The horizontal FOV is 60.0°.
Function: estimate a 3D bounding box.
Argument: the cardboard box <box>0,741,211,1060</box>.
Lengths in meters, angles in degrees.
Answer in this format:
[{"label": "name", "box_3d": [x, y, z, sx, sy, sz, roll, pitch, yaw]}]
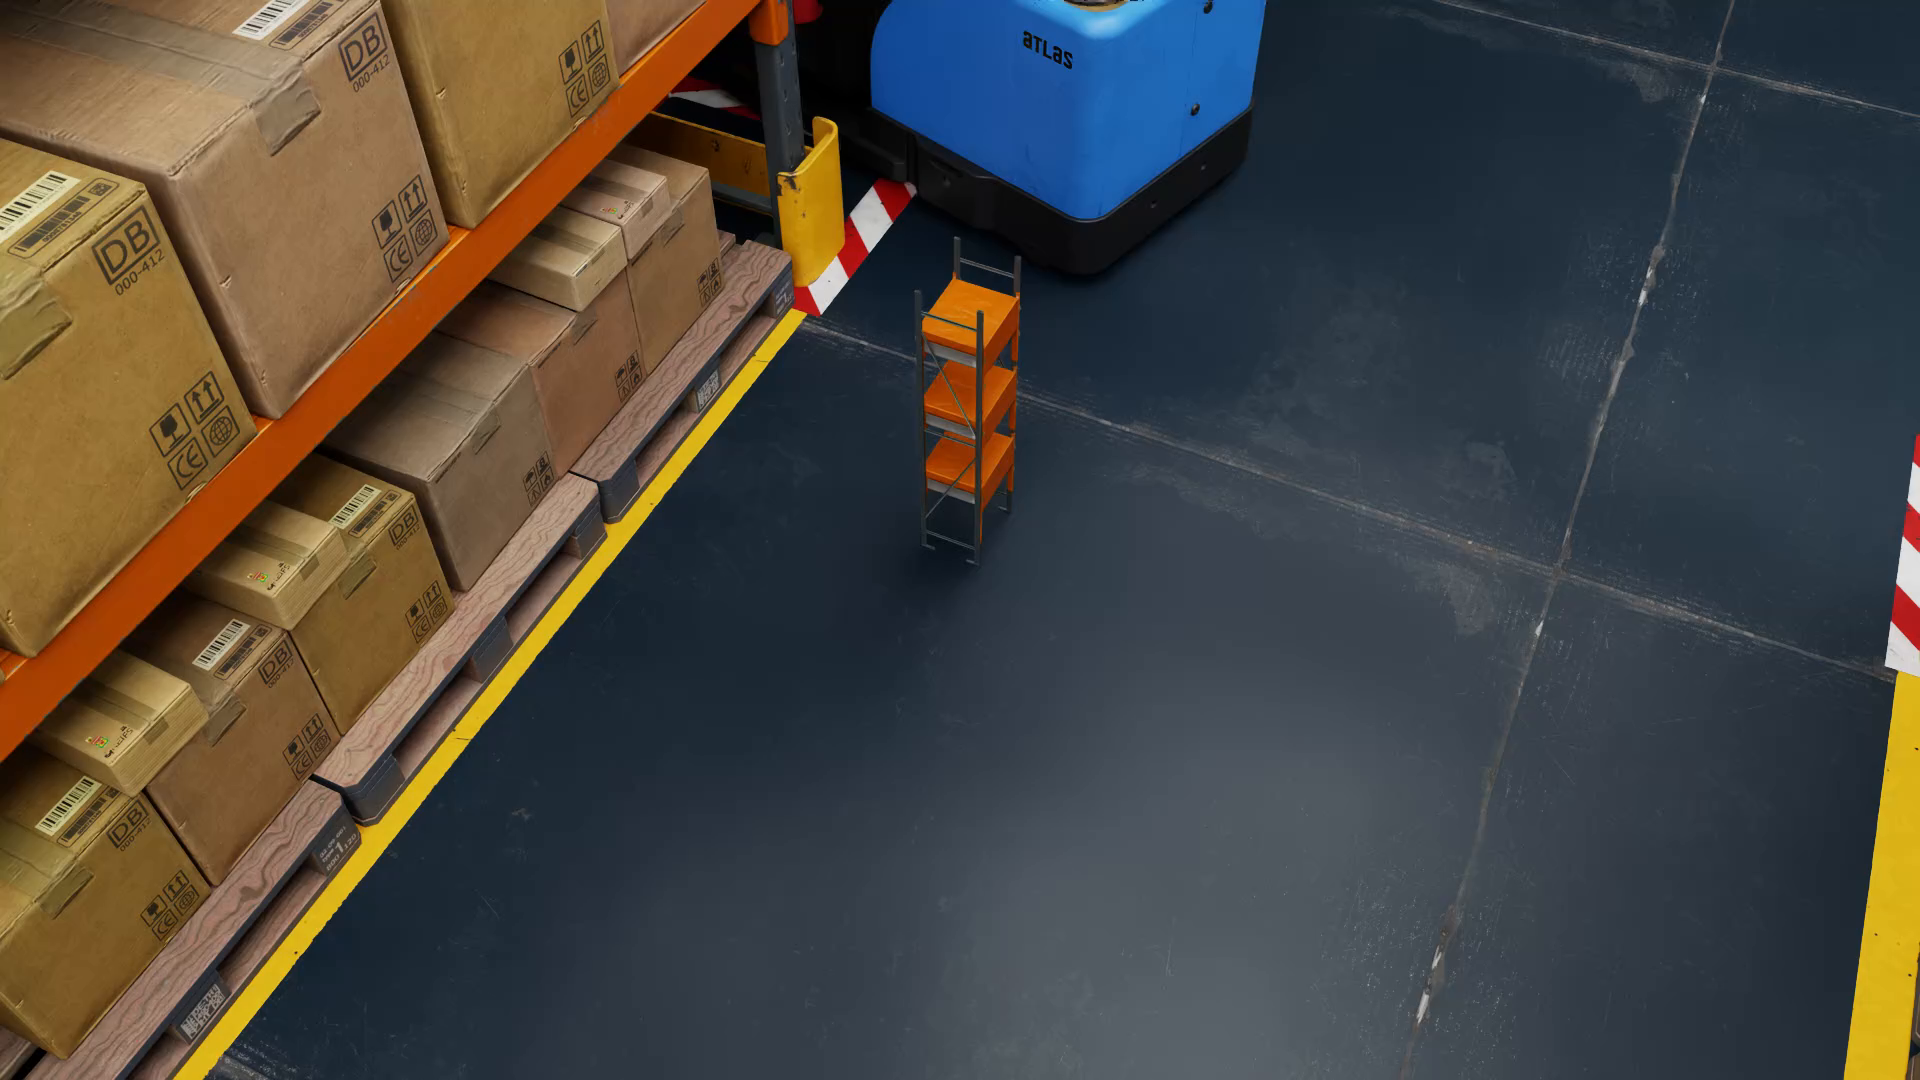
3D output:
[{"label": "cardboard box", "box_3d": [-2.314, 0.784, 3.979, 0.700, 0.500, 0.500, 20, 53, 17]}]

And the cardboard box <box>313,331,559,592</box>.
[{"label": "cardboard box", "box_3d": [-1.654, -0.283, 4.887, 0.700, 0.500, 0.500, 18, 52, 15]}]

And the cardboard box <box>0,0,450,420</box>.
[{"label": "cardboard box", "box_3d": [-1.861, -0.879, 3.831, 0.980, 0.700, 0.700, 18, 52, 14]}]

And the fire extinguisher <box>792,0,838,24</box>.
[{"label": "fire extinguisher", "box_3d": [-0.536, -1.971, 5.253, 0.296, 0.674, 0.183, 20, 52, 16]}]

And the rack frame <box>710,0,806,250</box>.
[{"label": "rack frame", "box_3d": [-1.018, -2.163, 5.121, 1.000, 3.000, 0.127, 20, 52, 16]}]

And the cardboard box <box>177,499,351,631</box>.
[{"label": "cardboard box", "box_3d": [-1.780, 0.038, 4.188, 0.380, 0.149, 0.250, 18, 52, 15]}]

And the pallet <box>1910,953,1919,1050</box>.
[{"label": "pallet", "box_3d": [3.090, 0.952, 4.302, 1.003, 0.211, 1.213, 20, 52, 16]}]

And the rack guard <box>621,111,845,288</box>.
[{"label": "rack guard", "box_3d": [-1.008, -1.369, 6.087, 1.175, 0.500, 0.348, 20, 52, 16]}]

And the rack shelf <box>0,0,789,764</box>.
[{"label": "rack shelf", "box_3d": [-1.872, -0.553, 4.223, 1.077, 0.370, 4.000, 20, 52, 16]}]

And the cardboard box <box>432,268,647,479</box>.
[{"label": "cardboard box", "box_3d": [-1.440, -0.630, 5.182, 0.700, 0.500, 0.500, 20, 52, 16]}]

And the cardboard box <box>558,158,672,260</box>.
[{"label": "cardboard box", "box_3d": [-1.117, -1.037, 5.102, 0.380, 0.149, 0.250, 19, 52, 16]}]

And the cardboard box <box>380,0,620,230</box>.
[{"label": "cardboard box", "box_3d": [-1.527, -1.401, 4.276, 0.980, 0.700, 0.700, 19, 52, 16]}]

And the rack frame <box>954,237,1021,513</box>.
[{"label": "rack frame", "box_3d": [0.075, -0.461, 4.953, 0.200, 1.050, 0.008, 20, 52, 16]}]

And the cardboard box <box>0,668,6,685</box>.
[{"label": "cardboard box", "box_3d": [-2.480, 0.126, 2.976, 0.980, 0.700, 0.700, 21, 53, 17]}]

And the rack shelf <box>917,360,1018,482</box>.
[{"label": "rack shelf", "box_3d": [0.023, -0.370, 4.890, 0.215, 0.259, 0.240, 20, 52, 16]}]

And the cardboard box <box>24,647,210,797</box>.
[{"label": "cardboard box", "box_3d": [-2.003, 0.397, 3.882, 0.380, 0.149, 0.250, 21, 53, 17]}]

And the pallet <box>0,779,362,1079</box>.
[{"label": "pallet", "box_3d": [-2.331, 0.997, 4.263, 1.003, 0.211, 1.213, 20, 52, 16]}]

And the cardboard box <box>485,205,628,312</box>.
[{"label": "cardboard box", "box_3d": [-1.225, -0.861, 4.952, 0.380, 0.149, 0.250, 21, 53, 17]}]

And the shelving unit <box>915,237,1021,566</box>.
[{"label": "shelving unit", "box_3d": [0.023, -0.377, 4.882, 0.215, 1.050, 0.252, 20, 52, 16]}]

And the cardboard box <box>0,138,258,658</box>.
[{"label": "cardboard box", "box_3d": [-2.163, -0.375, 3.402, 0.980, 0.700, 0.700, 19, 52, 15]}]

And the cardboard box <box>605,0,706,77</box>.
[{"label": "cardboard box", "box_3d": [-1.227, -1.906, 4.705, 0.980, 0.700, 0.700, 22, 53, 18]}]

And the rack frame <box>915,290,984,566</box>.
[{"label": "rack frame", "box_3d": [-0.029, -0.293, 4.810, 0.200, 1.050, 0.008, 20, 52, 16]}]

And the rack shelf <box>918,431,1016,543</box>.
[{"label": "rack shelf", "box_3d": [0.023, -0.190, 5.101, 0.215, 0.259, 0.240, 20, 52, 16]}]

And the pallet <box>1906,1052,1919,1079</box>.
[{"label": "pallet", "box_3d": [2.568, 1.789, 3.590, 1.003, 0.211, 1.213, 20, 52, 16]}]

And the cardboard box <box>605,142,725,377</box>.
[{"label": "cardboard box", "box_3d": [-1.226, -0.974, 5.475, 0.700, 0.500, 0.500, 20, 52, 16]}]

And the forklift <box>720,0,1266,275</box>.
[{"label": "forklift", "box_3d": [-0.324, -2.889, 5.783, 3.031, 2.935, 1.130, 35, 58, 26]}]

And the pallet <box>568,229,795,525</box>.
[{"label": "pallet", "box_3d": [-1.289, -0.683, 5.693, 1.003, 0.211, 1.213, 20, 52, 16]}]

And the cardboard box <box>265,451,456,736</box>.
[{"label": "cardboard box", "box_3d": [-1.876, 0.086, 4.573, 0.700, 0.500, 0.500, 21, 53, 17]}]

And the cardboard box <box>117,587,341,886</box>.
[{"label": "cardboard box", "box_3d": [-2.097, 0.439, 4.272, 0.700, 0.500, 0.500, 19, 52, 16]}]

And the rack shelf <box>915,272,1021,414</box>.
[{"label": "rack shelf", "box_3d": [0.023, -0.554, 4.673, 0.215, 0.259, 0.240, 20, 52, 16]}]

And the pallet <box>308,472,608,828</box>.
[{"label": "pallet", "box_3d": [-1.811, 0.154, 4.980, 1.003, 0.211, 1.213, 20, 52, 16]}]
